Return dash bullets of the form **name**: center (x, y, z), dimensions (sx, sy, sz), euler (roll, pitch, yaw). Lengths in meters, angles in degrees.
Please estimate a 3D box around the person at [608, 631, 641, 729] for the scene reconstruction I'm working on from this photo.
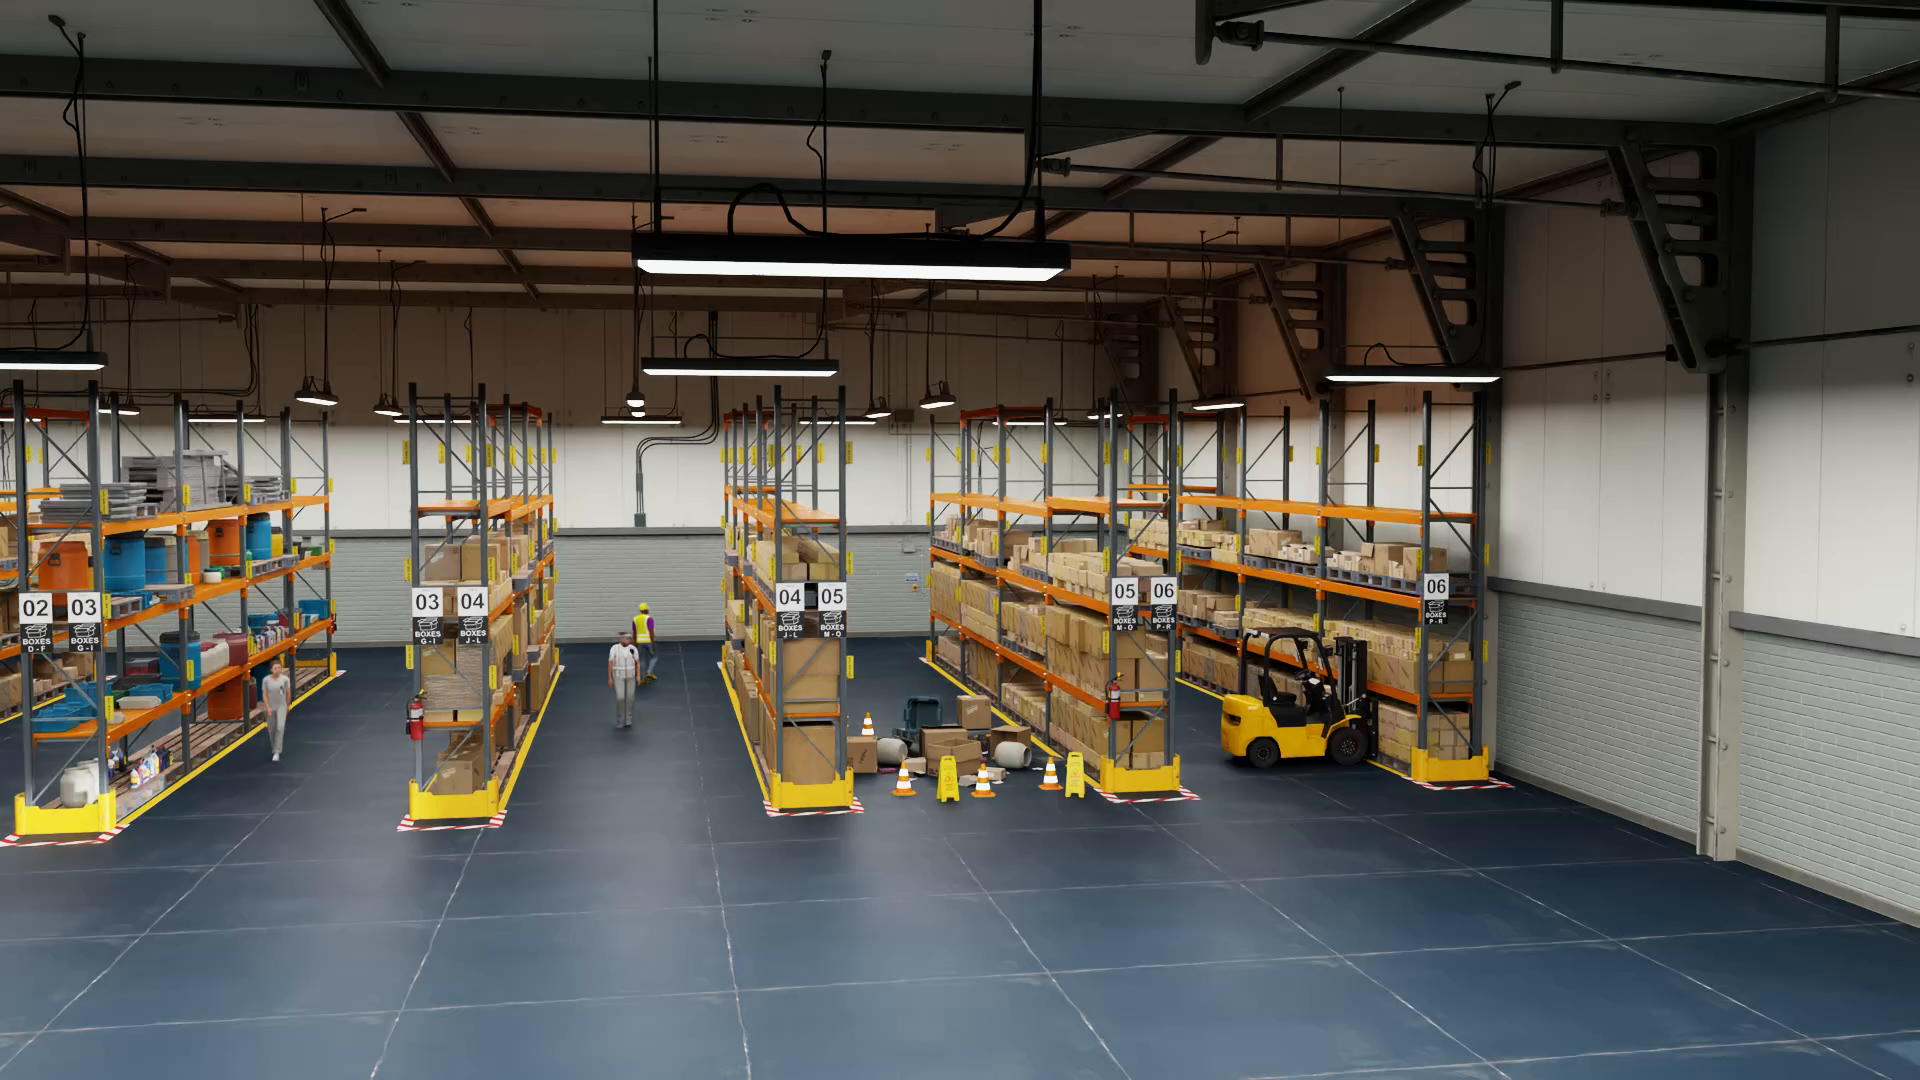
- **person**: center (-6.193, 2.608, 30.780), dimensions (0.584, 1.847, 0.548), euler (-1, 3, -26)

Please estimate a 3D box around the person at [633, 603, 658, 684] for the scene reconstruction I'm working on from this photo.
- **person**: center (-6.928, 2.260, 36.544), dimensions (0.583, 1.750, 0.482), euler (0, 3, 8)

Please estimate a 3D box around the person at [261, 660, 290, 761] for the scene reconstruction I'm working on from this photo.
- **person**: center (-11.299, 2.784, 27.463), dimensions (0.436, 1.615, 0.961), euler (-1, 3, -20)
